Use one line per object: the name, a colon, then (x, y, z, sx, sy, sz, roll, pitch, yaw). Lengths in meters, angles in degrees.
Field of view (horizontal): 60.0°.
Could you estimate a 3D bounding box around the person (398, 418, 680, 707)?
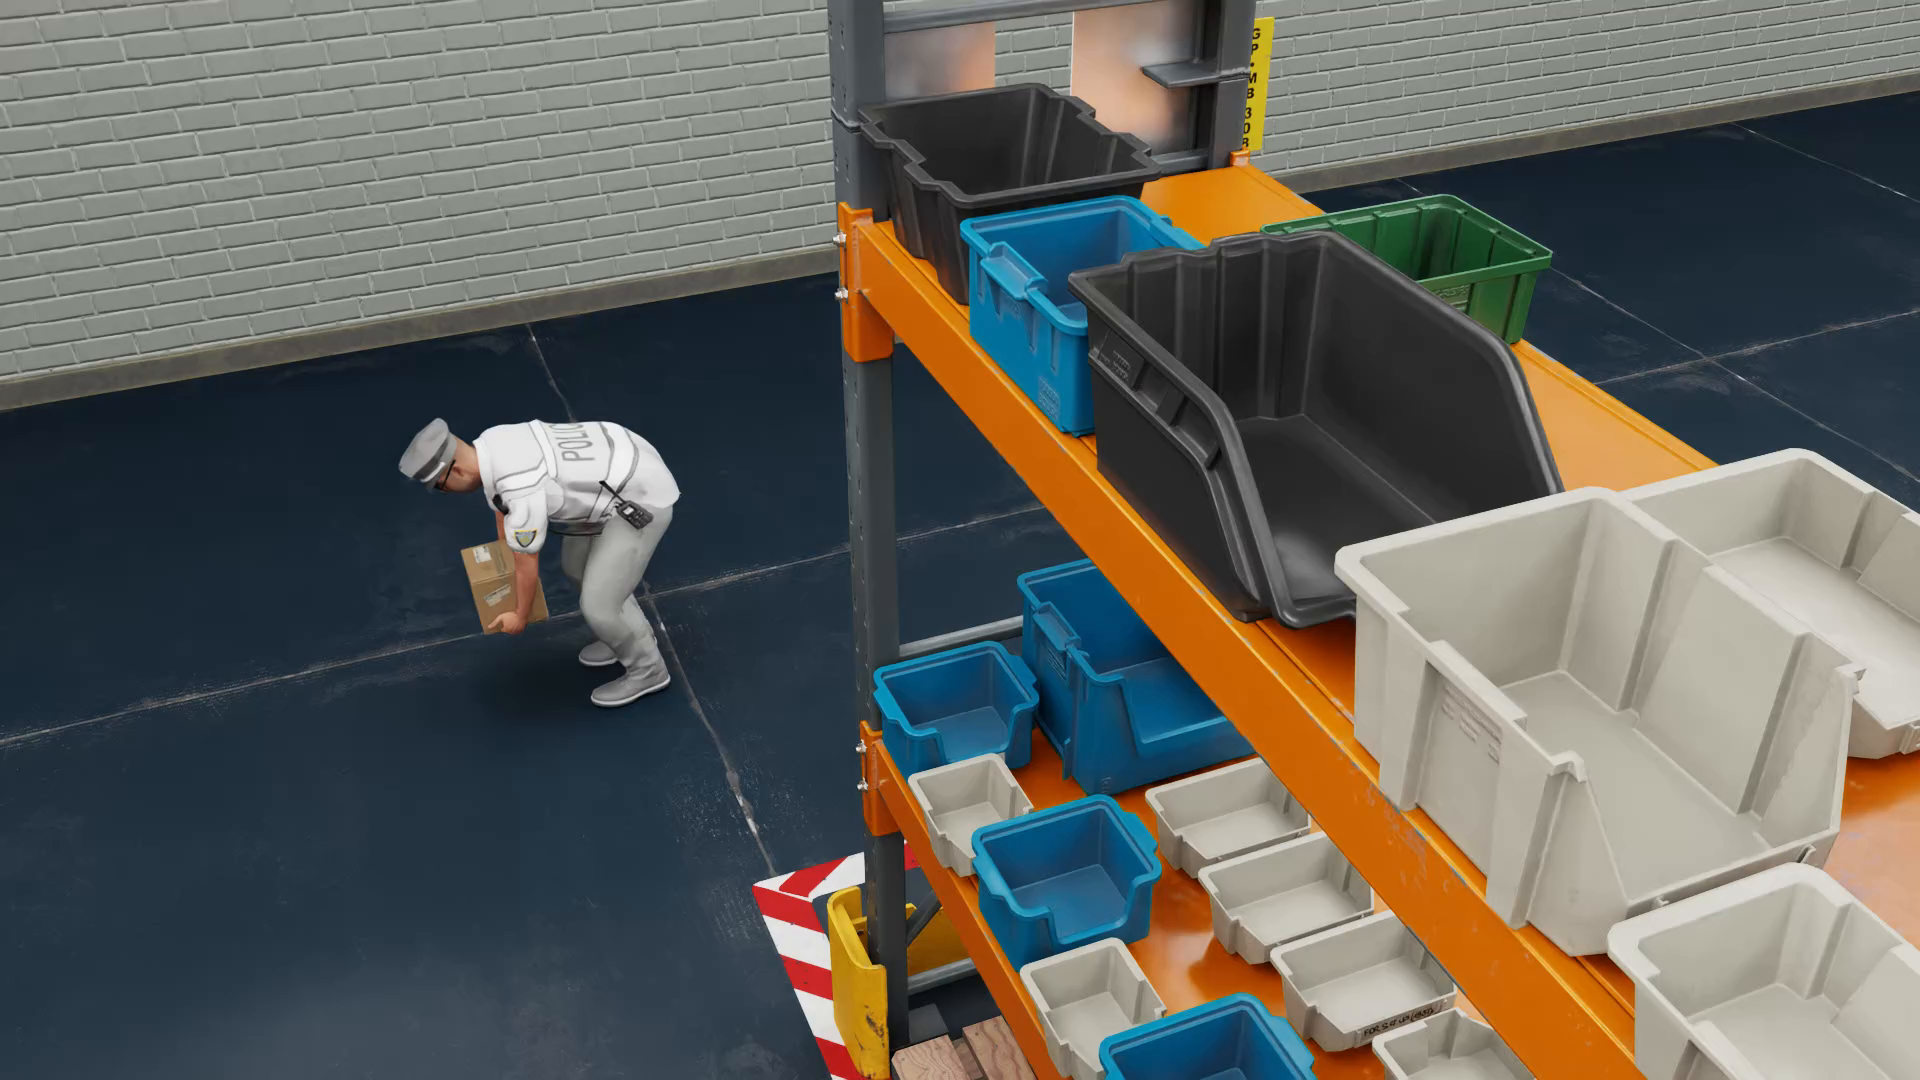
person: (-1.577, 0.053, 6.458, 0.998, 1.312, 0.498, -14, 36, -21)
